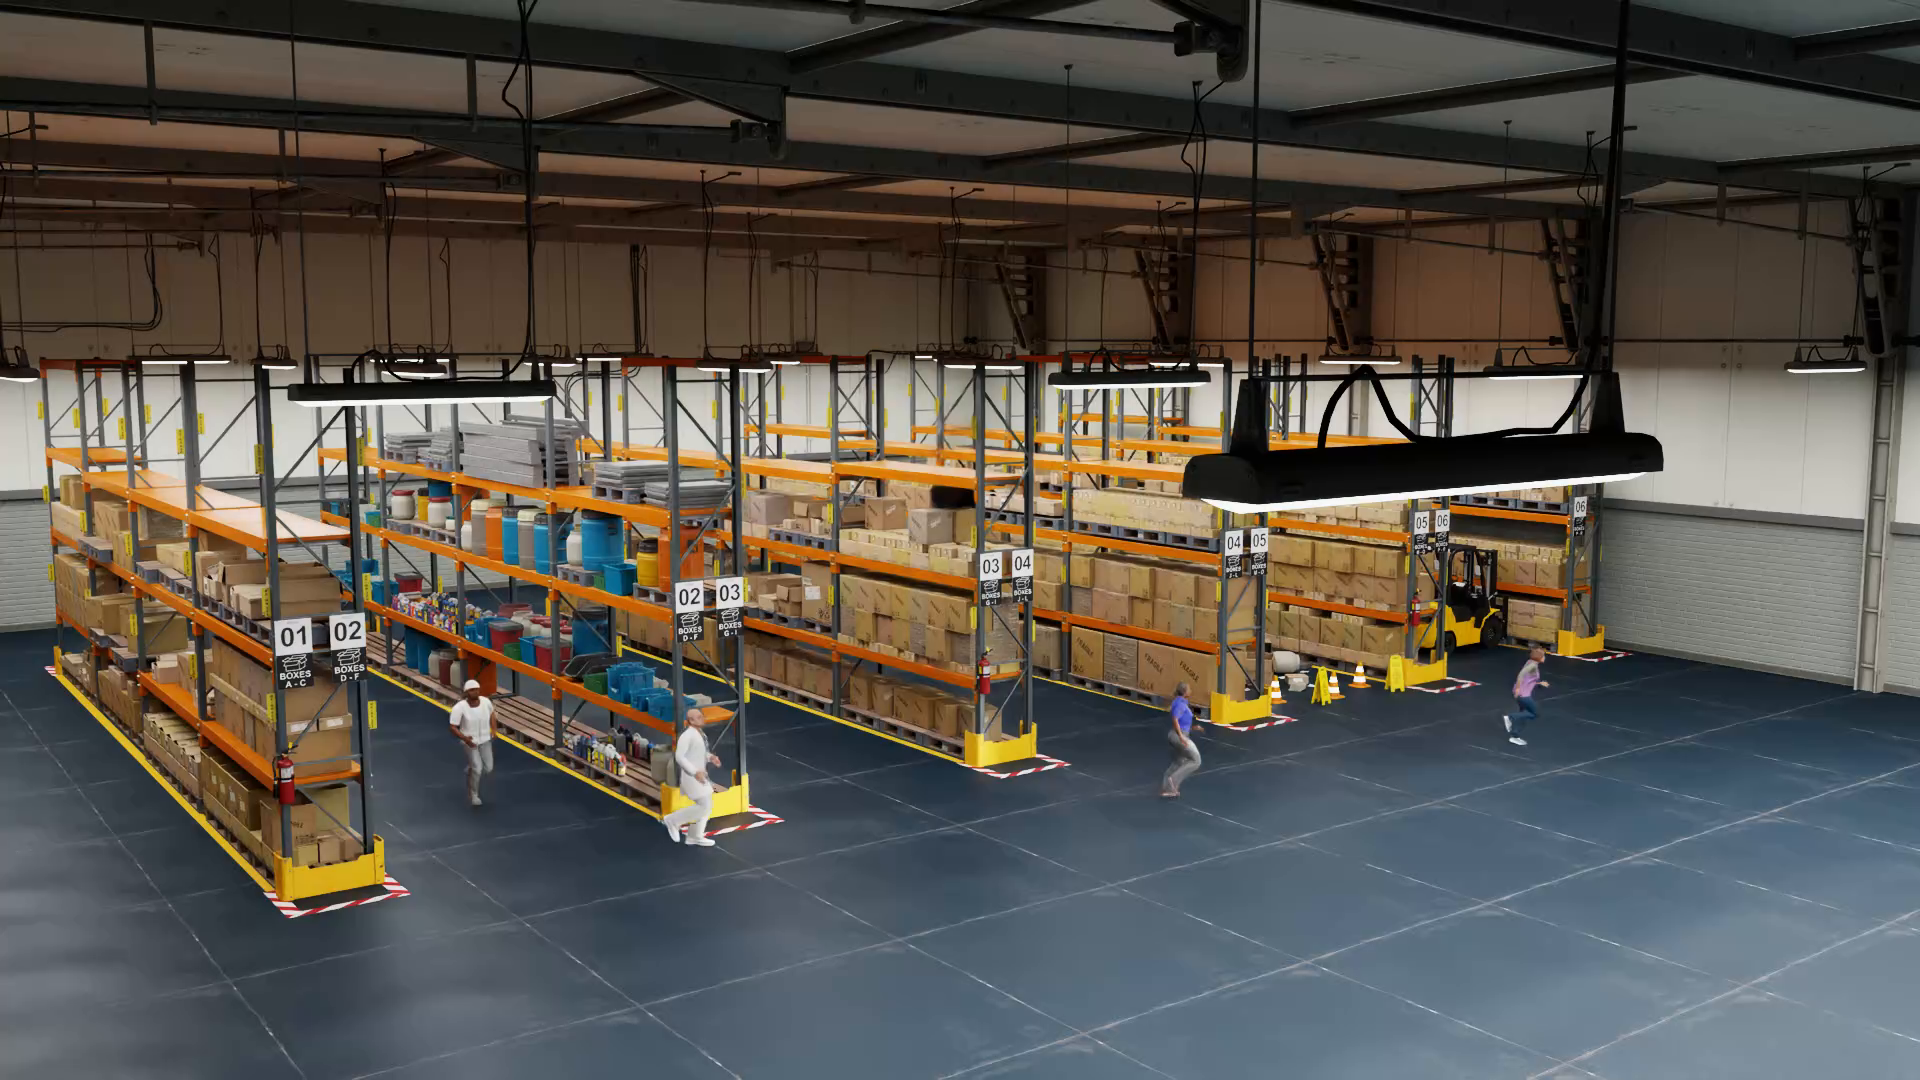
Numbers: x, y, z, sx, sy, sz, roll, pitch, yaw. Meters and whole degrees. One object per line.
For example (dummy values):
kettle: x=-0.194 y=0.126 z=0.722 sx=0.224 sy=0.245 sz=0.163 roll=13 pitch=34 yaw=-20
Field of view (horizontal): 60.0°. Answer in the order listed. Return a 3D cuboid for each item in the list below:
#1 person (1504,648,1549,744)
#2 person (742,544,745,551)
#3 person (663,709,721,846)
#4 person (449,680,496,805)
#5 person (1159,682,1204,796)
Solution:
person: x=8.908 y=2.460 z=26.146 sx=0.664 sy=1.524 sz=0.527 roll=1 pitch=7 yaw=8
person: x=-5.490 y=0.543 z=41.227 sx=0.517 sy=1.718 sz=0.711 roll=-5 pitch=9 yaw=-38
person: x=-3.359 y=2.974 z=20.879 sx=0.686 sy=1.750 sz=0.705 roll=0 pitch=7 yaw=3
person: x=-6.650 y=2.753 z=22.778 sx=0.713 sy=1.730 sz=0.661 roll=-6 pitch=9 yaw=-43
person: x=3.099 y=2.762 z=23.063 sx=0.659 sy=1.605 sz=0.557 roll=-1 pitch=7 yaw=-12
